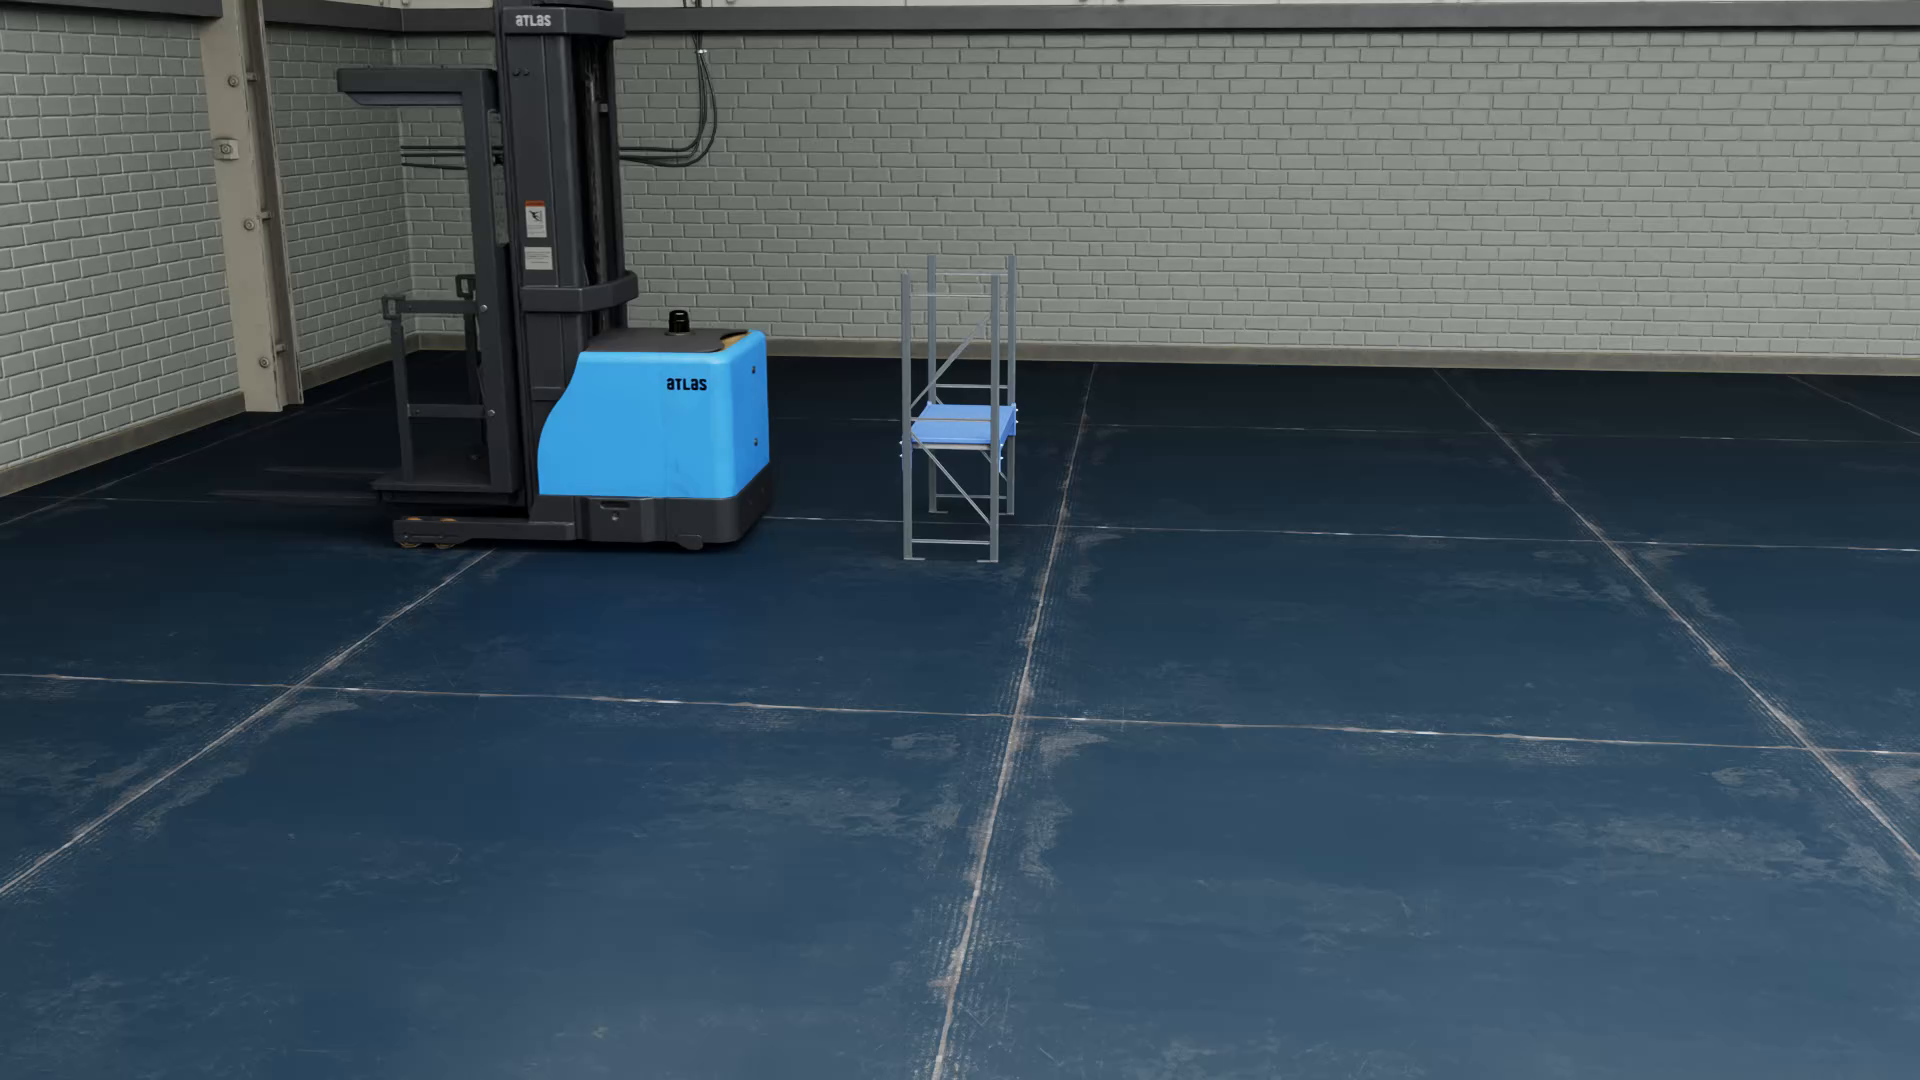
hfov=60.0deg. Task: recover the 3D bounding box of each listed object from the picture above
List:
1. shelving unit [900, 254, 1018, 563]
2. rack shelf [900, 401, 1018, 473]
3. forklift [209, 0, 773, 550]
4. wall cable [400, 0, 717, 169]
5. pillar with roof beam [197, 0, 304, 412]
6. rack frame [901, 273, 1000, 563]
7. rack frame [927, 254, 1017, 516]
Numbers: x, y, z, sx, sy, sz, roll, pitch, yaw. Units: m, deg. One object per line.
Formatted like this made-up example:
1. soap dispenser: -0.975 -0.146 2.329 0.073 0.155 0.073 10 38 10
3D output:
1. shelving unit: 0.010 -0.746 9.048 0.538 1.500 1.048 2 15 6
2. rack shelf: 0.010 -0.572 9.095 0.538 0.185 1.000 2 15 6
3. forklift: -2.643 -1.501 9.099 3.031 2.935 1.130 1 15 5
4. wall cable: -3.731 -4.614 14.936 3.097 2.526 0.112 2 15 6
5. pillar with roof beam: -1.100 -5.261 11.380 9.100 9.000 0.400 2 15 6
6. rack frame: -0.048 -0.614 8.561 0.500 1.500 0.032 2 15 6
7. rack frame: 0.067 -0.878 9.536 0.500 1.500 0.032 2 15 6
